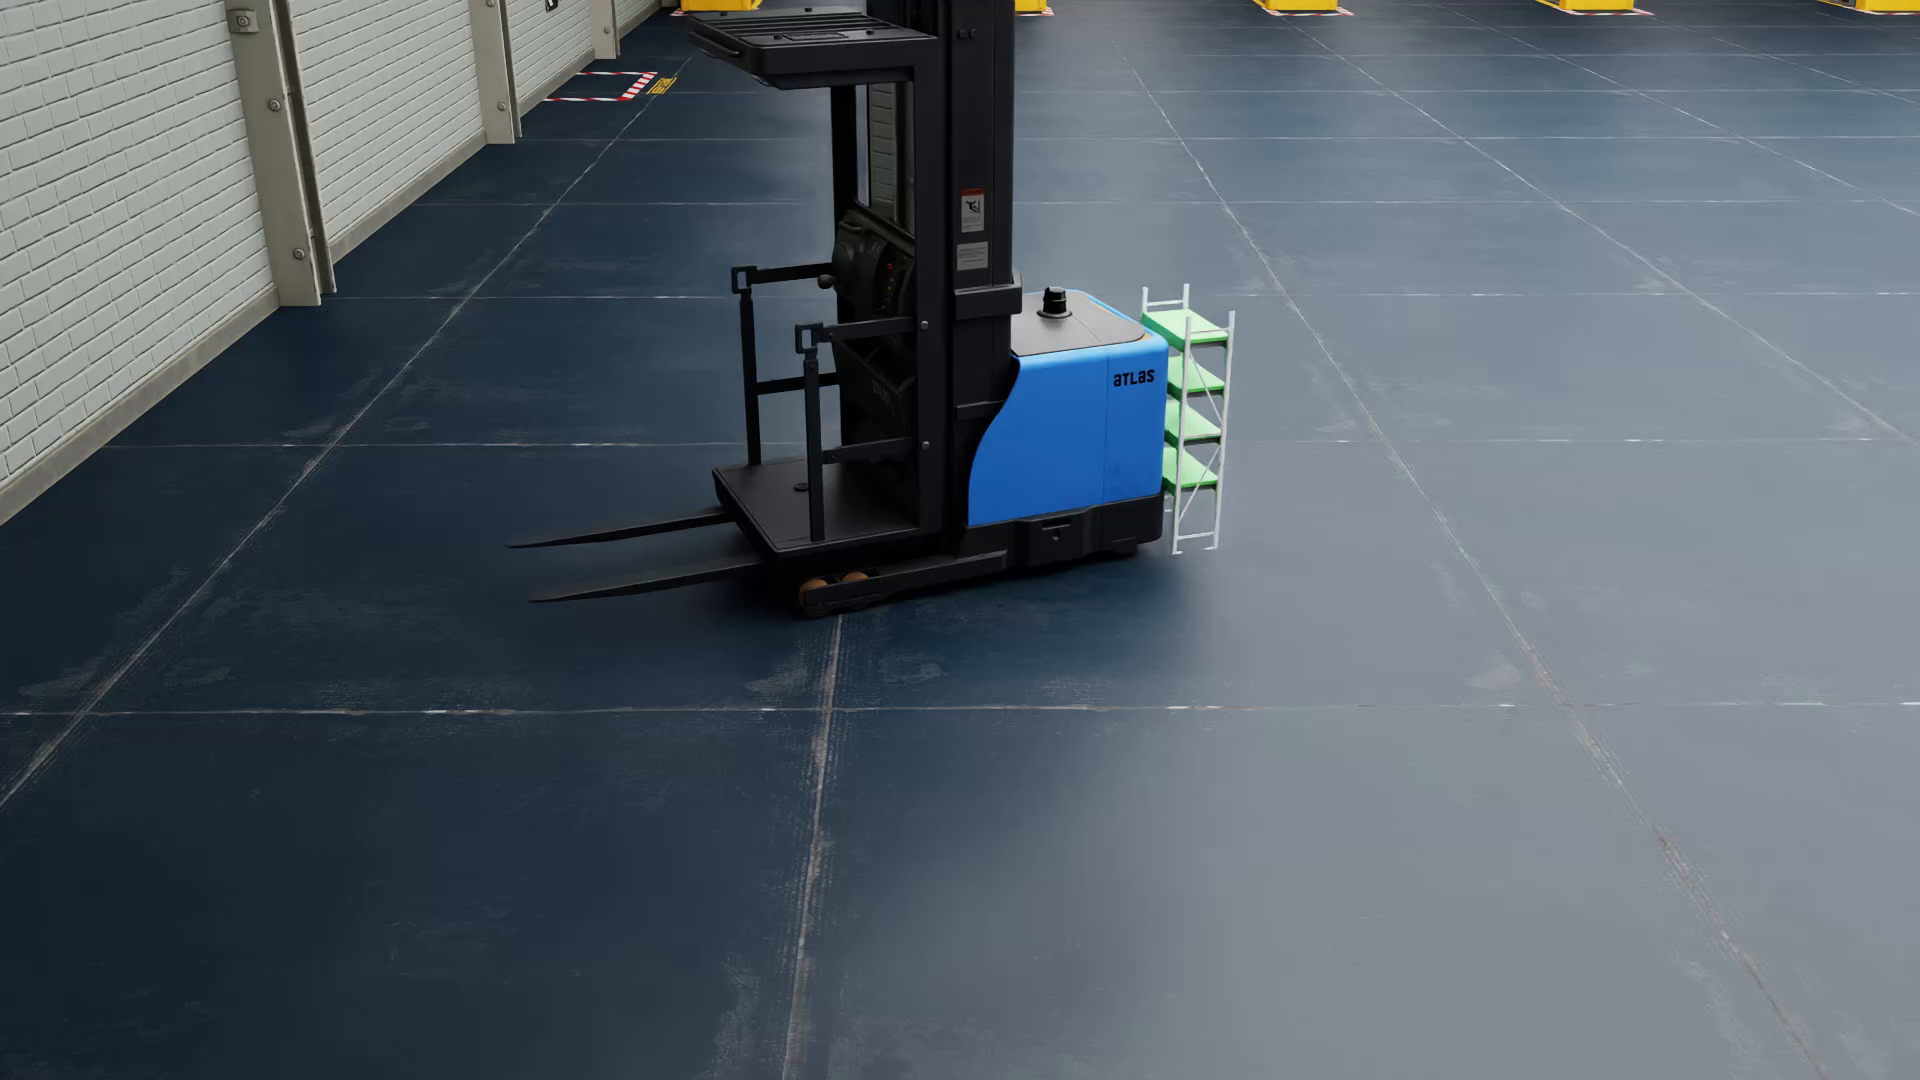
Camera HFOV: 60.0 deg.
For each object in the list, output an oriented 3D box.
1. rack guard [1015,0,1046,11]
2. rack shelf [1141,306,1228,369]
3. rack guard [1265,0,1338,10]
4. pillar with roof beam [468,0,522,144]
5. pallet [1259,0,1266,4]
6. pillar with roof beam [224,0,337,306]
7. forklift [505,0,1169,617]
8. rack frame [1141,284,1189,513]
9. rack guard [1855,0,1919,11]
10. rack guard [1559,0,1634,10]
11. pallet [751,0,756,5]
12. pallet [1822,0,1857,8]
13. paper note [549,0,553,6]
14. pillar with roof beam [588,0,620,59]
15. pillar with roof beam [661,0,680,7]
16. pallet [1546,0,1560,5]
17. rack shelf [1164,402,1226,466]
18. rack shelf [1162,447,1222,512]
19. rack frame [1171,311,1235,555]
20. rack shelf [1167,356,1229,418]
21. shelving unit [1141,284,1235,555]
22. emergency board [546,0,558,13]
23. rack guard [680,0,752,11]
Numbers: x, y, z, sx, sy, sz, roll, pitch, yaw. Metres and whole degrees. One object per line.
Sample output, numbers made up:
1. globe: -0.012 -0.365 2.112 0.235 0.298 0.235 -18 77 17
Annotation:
1. rack guard: 0.853 -9.143 27.858 1.175 0.500 0.348 0 24 -1
2. rack shelf: 1.073 -0.967 7.920 0.258 0.148 0.480 -7 25 -17
3. rack guard: 5.758 -9.204 27.995 1.175 0.500 0.348 0 24 -1
4. pillar with roof beam: -0.538 -8.360 15.815 9.100 9.000 0.400 0 24 -1
5. pallet: 5.754 -9.408 28.795 1.003 0.211 1.213 0 24 -1
6. pillar with roof beam: -0.472 -5.888 10.349 9.100 9.000 0.400 0 24 -1
7. forklift: -0.578 -1.236 7.427 3.031 2.935 1.130 -10 26 -21
8. rack frame: 0.995 -0.683 8.302 0.240 1.200 0.015 -7 25 -17
9. rack guard: 15.719 -9.166 27.911 1.175 0.500 0.348 0 24 -1
10. rack guard: 10.757 -9.227 28.044 1.175 0.500 0.348 0 24 -1
11. pallet: -4.075 -9.363 28.697 1.003 0.211 1.213 0 24 -1
12. pallet: 15.632 -9.374 28.720 1.003 0.211 1.213 0 24 -1
13. paper note: -4.986 -6.587 20.243 0.016 0.148 0.142 0 24 -1
14. pillar with roof beam: -0.603 -10.833 21.282 9.100 9.000 0.400 0 24 -1
15. pillar with roof beam: -0.669 -13.305 26.748 9.100 9.000 0.400 0 24 -1
16. pallet: 10.784 -9.430 28.845 1.003 0.211 1.213 0 24 -1
17. rack shelf: 1.071 -0.529 8.117 0.258 0.148 0.480 -7 25 -17
18. rack shelf: 1.070 -0.310 8.216 0.258 0.148 0.480 -7 25 -17
19. rack frame: 1.148 -0.492 7.880 0.240 1.200 0.015 -7 25 -17
20. rack shelf: 1.072 -0.748 8.019 0.258 0.148 0.480 -7 25 -17
21. shelving unit: 1.071 -0.587 8.091 0.258 1.200 0.503 -7 25 -17
22. emergency board: -4.919 -7.061 20.223 0.194 1.169 0.643 0 24 -1
23. rack guard: -4.102 -9.160 27.897 1.175 0.500 0.348 0 24 -1
